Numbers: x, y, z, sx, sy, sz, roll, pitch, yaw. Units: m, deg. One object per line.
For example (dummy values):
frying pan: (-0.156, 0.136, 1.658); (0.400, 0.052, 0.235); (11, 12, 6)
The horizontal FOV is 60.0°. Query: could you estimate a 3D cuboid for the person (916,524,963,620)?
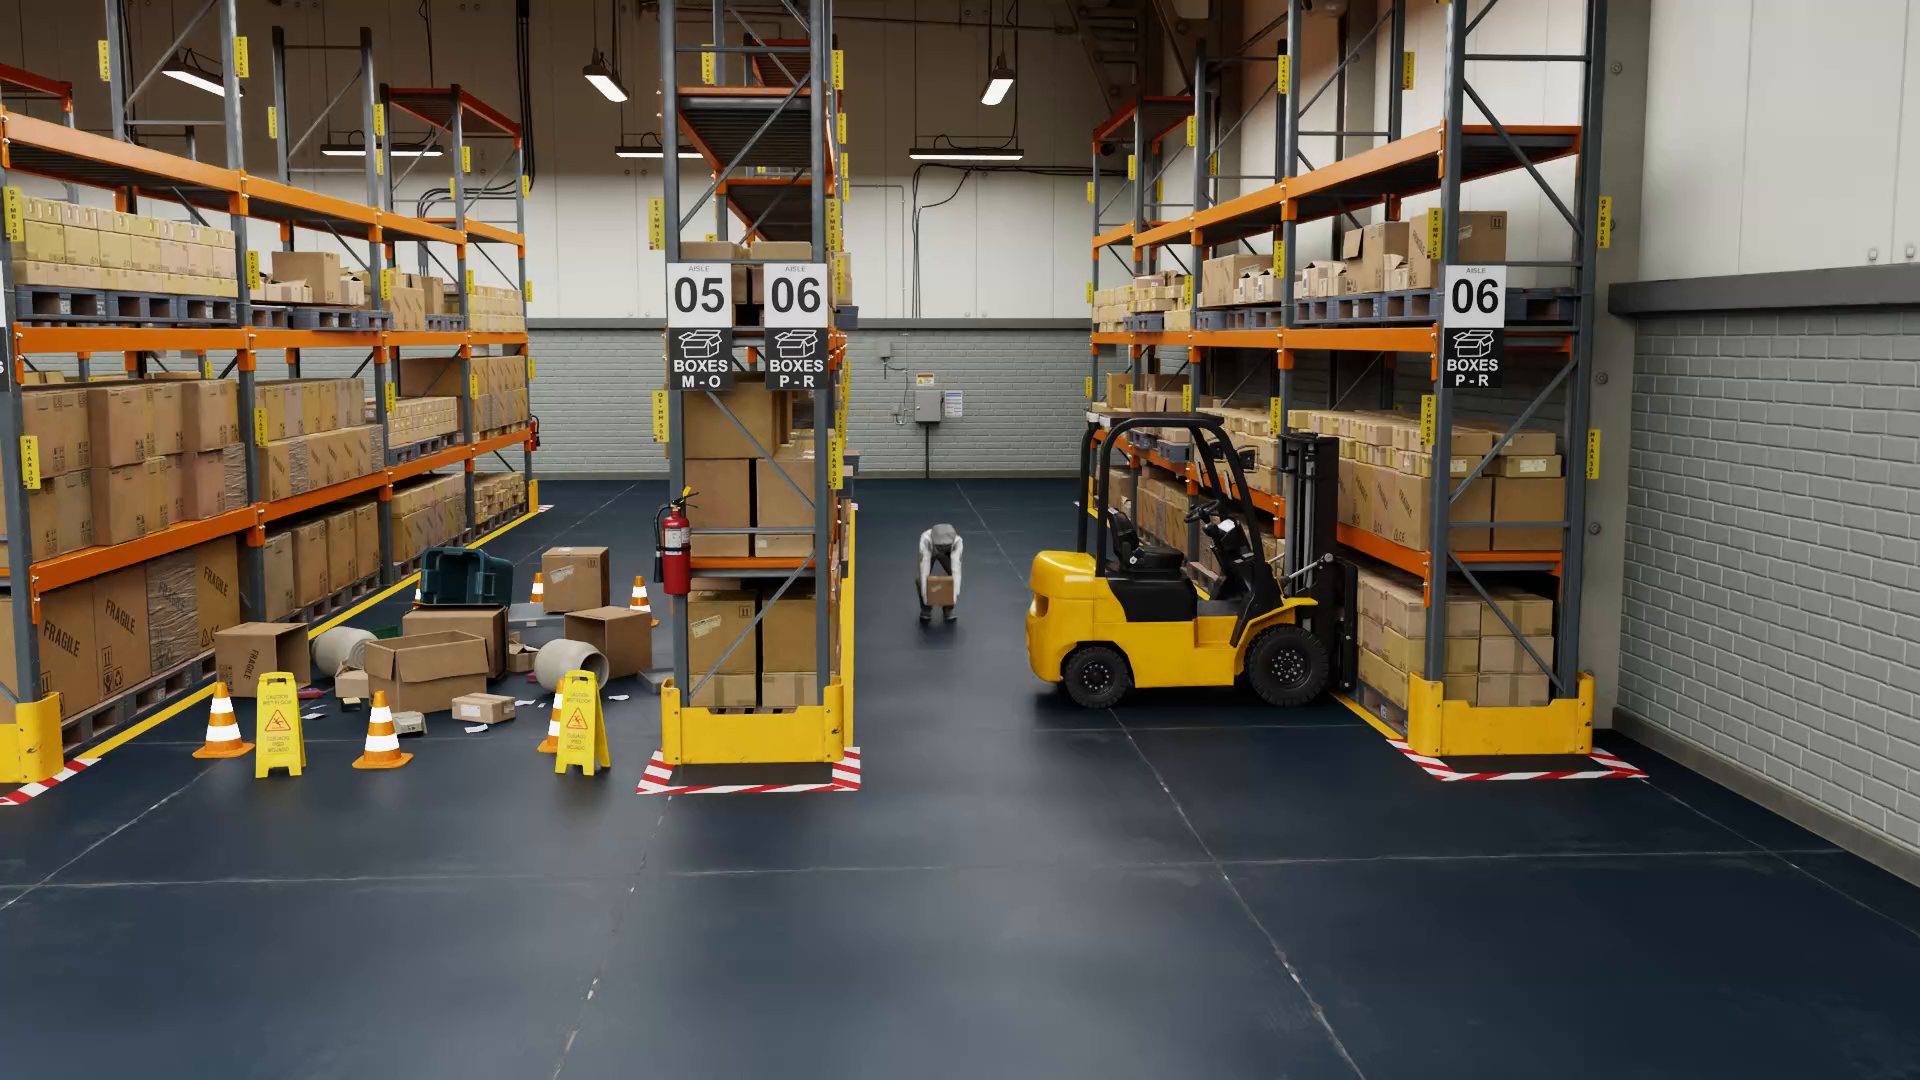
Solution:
person: (-0.204, 0.296, 16.160); (0.456, 0.982, 0.914); (-1, 7, -4)
